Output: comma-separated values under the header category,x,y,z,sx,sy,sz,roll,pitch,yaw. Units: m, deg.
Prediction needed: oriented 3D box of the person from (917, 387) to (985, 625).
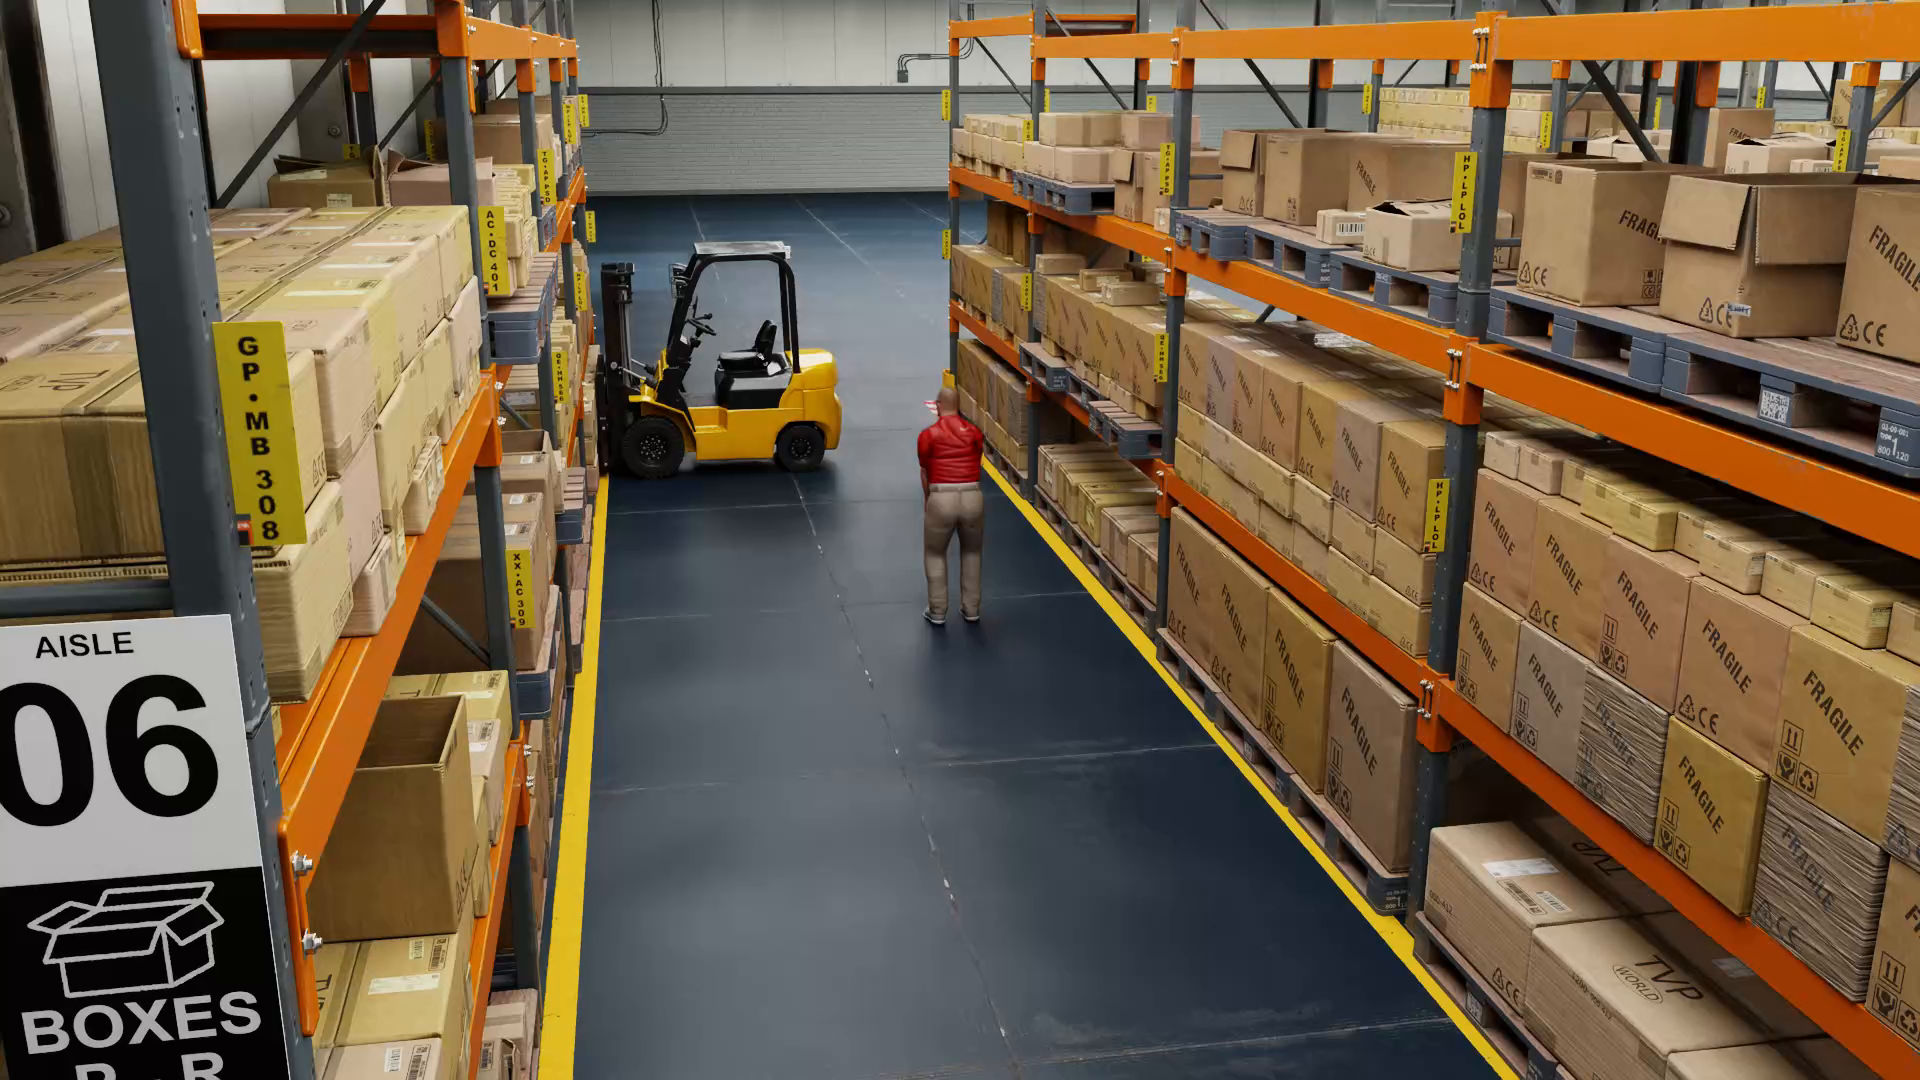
category,x,y,z,sx,sy,sz,roll,pitch,yaw
person,-0.071,-0.257,11.989,0.483,1.714,0.566,-3,17,-11
